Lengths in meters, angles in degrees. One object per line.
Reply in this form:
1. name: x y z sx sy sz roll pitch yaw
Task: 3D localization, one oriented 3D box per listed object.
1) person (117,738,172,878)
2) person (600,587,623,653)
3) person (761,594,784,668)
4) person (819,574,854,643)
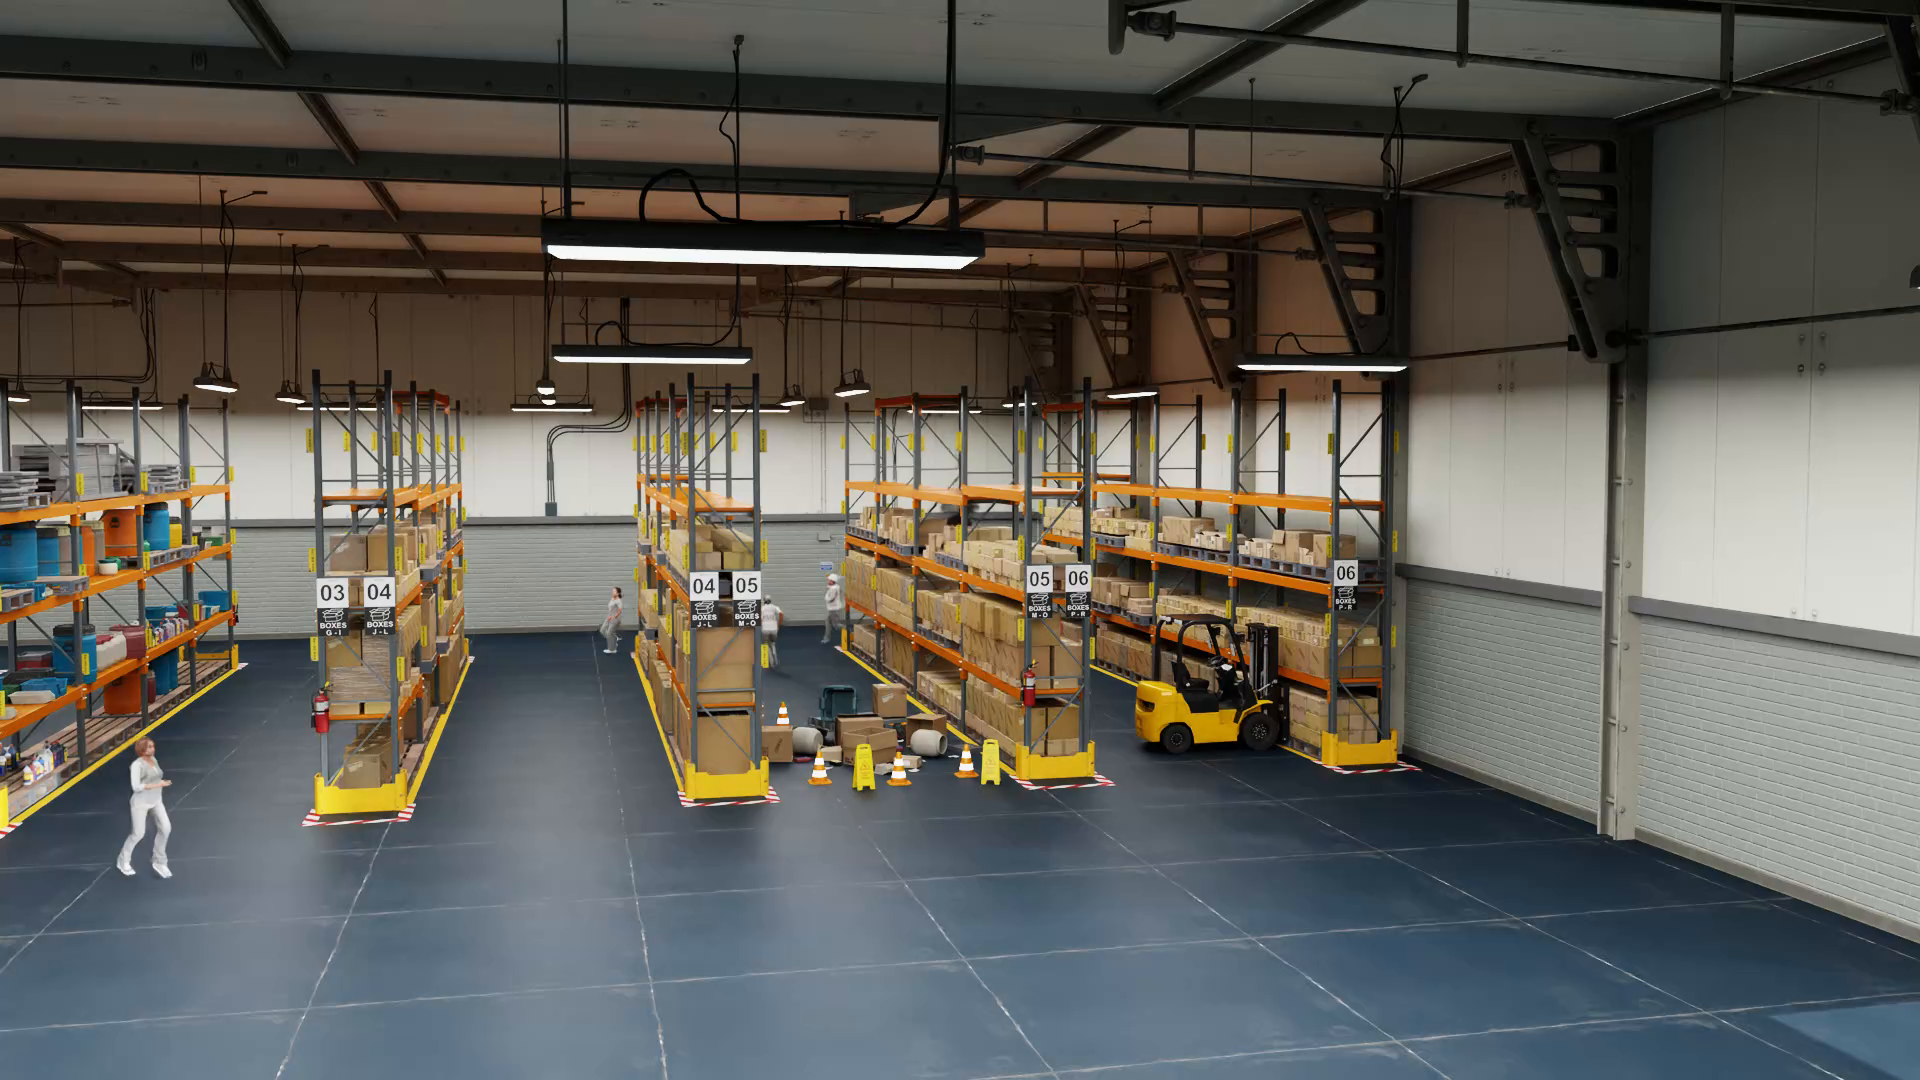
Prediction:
1. person: -9.381 3.095 19.145 0.732 1.656 0.538 1 3 14
2. person: -8.293 1.912 39.633 0.511 1.596 0.597 -3 4 -41
3. person: -4.274 2.035 37.147 0.595 1.634 0.671 -1 4 -22
4. person: -3.127 1.738 41.603 0.896 1.784 0.679 0 3 3
